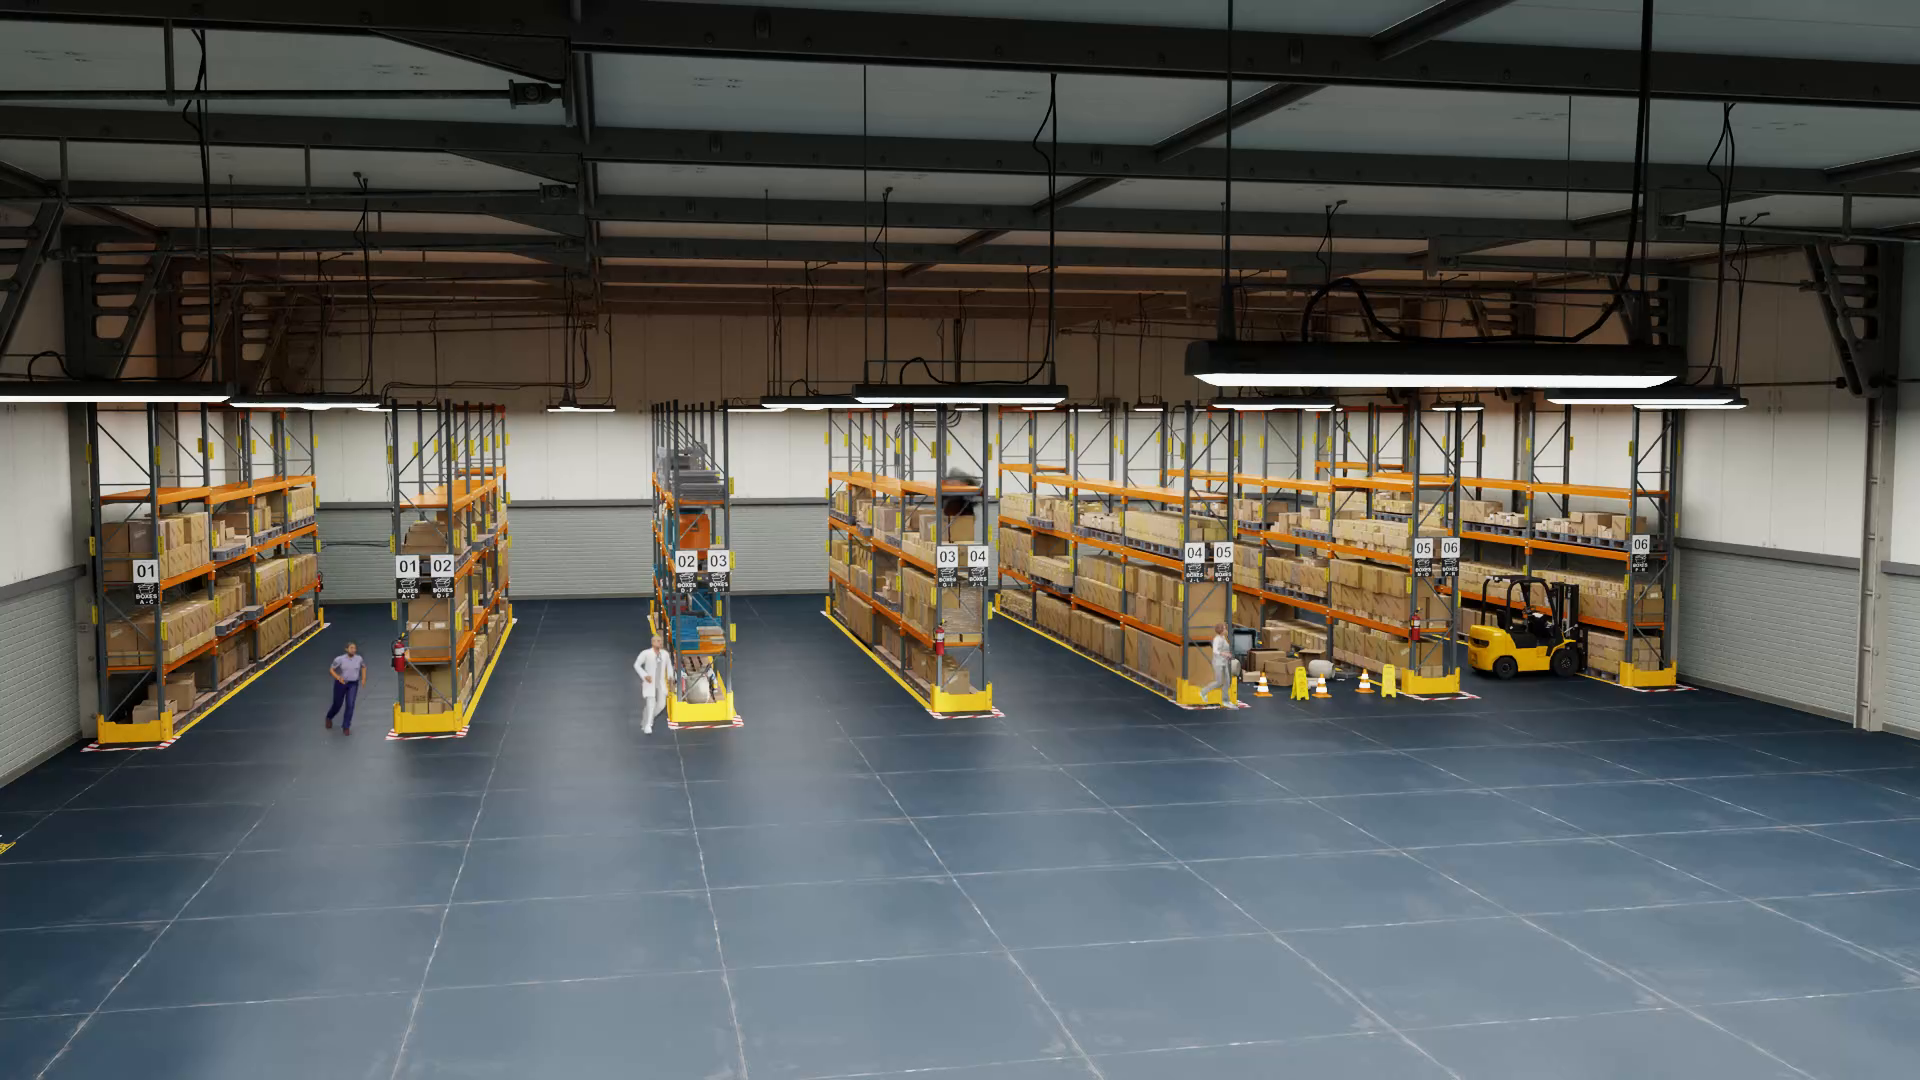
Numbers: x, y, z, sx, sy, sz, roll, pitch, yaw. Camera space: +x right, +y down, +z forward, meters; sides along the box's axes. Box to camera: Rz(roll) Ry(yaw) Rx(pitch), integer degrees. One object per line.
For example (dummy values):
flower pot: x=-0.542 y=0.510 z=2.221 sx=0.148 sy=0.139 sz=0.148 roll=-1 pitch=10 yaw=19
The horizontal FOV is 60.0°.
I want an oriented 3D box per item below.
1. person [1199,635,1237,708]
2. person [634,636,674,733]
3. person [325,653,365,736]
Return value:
person: x=4.889 y=2.479 z=31.501 sx=0.732 sy=1.382 sz=0.560 roll=2 pitch=5 yaw=27
person: x=-5.504 y=2.599 z=30.063 sx=0.785 sy=1.732 sz=0.555 roll=-3 pitch=5 yaw=-37
person: x=-11.064 y=2.752 z=30.042 sx=0.678 sy=1.446 sz=0.798 roll=-3 pitch=5 yaw=-35
